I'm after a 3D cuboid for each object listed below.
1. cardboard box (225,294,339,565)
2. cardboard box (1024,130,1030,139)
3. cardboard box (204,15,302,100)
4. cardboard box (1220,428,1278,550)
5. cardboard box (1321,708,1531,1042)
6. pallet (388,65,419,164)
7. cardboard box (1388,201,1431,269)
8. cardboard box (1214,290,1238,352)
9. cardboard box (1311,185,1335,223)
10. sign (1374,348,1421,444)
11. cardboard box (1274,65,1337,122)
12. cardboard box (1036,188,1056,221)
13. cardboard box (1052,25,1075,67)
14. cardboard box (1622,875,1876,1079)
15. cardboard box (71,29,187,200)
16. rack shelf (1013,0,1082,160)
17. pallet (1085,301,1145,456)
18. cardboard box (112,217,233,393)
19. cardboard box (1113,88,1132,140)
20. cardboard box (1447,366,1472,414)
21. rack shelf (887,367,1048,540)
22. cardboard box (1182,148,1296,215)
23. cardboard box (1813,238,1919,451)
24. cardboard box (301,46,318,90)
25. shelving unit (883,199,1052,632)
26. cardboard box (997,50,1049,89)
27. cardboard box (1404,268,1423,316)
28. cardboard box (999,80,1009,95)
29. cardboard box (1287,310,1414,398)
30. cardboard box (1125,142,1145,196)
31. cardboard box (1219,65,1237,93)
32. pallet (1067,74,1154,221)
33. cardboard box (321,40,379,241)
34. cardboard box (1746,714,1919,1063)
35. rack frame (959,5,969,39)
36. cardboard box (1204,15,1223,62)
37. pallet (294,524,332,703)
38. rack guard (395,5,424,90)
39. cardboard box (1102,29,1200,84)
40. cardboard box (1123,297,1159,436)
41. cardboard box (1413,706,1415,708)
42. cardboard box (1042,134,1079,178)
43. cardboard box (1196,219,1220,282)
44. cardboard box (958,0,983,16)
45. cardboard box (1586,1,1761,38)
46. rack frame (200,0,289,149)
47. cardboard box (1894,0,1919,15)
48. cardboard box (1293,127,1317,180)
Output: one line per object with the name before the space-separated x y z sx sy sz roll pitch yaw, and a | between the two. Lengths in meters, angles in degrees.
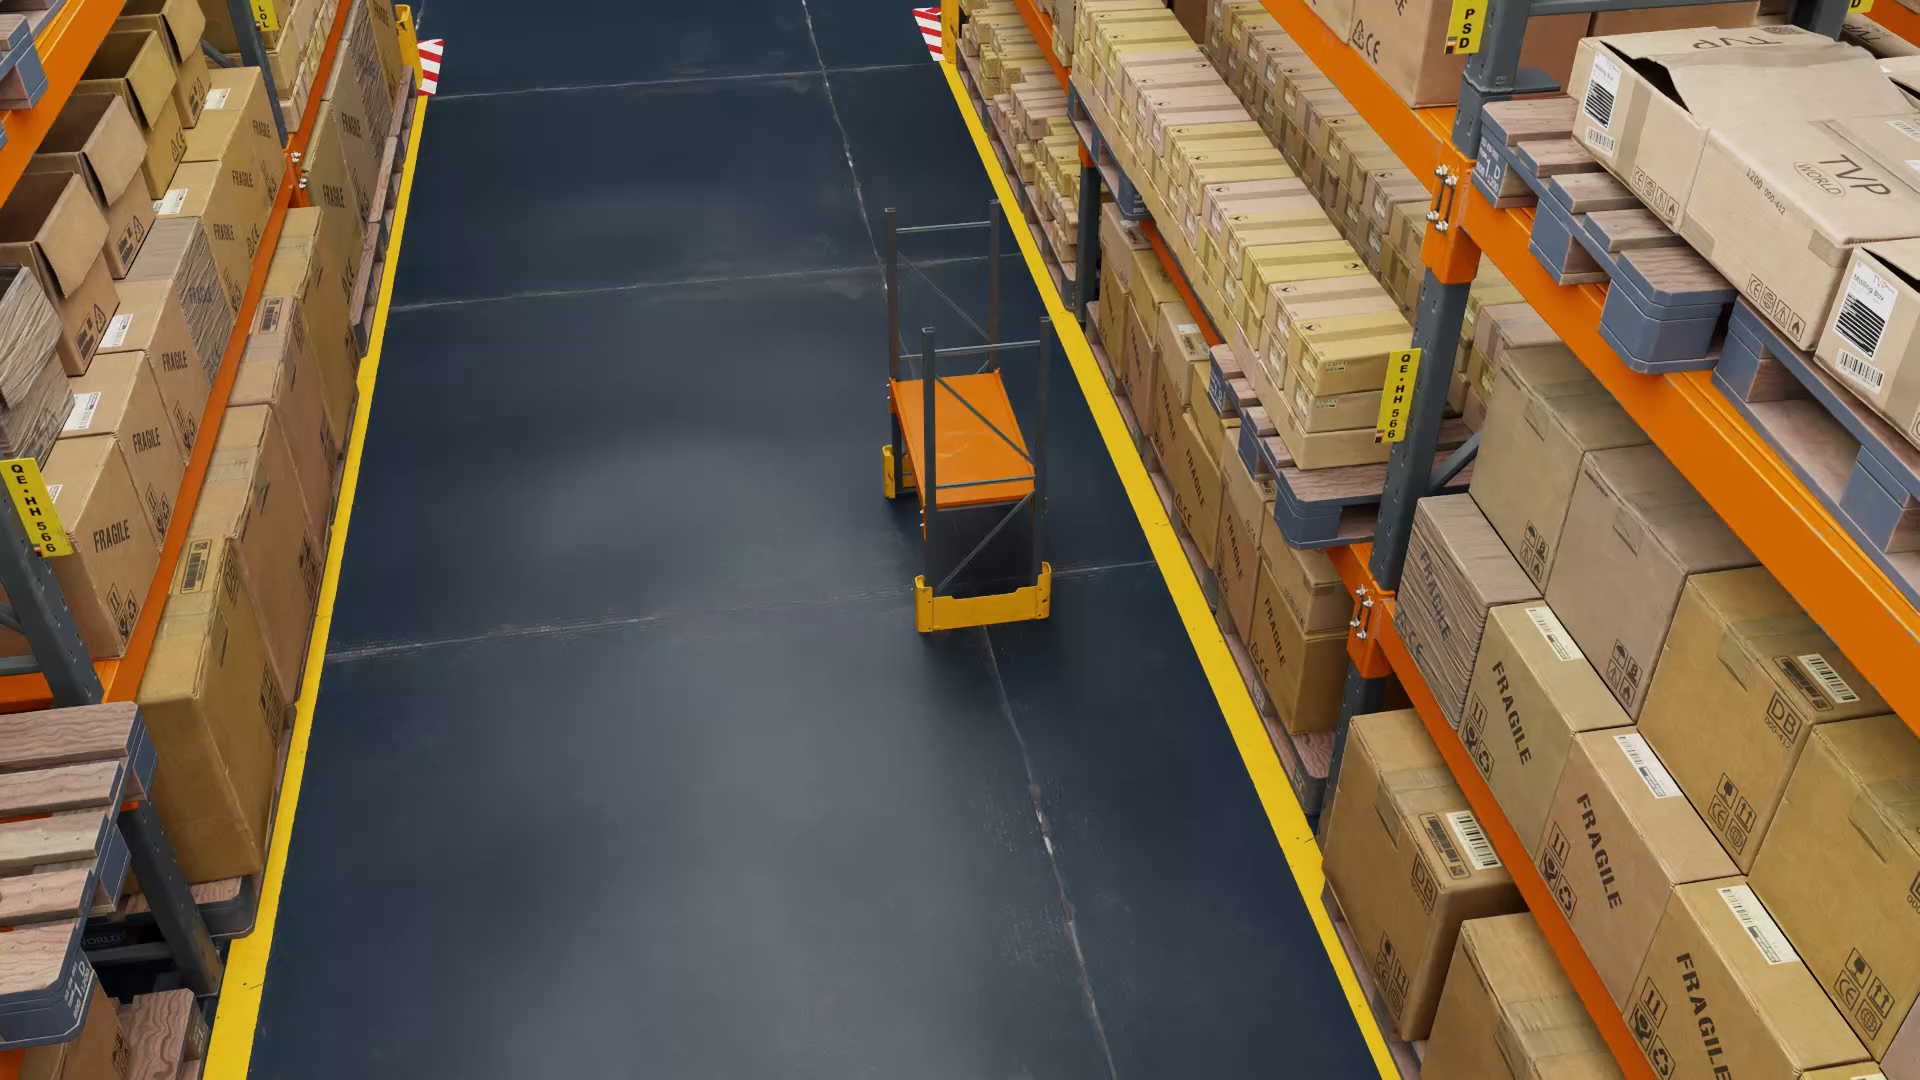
cardboard box | -3.468 -0.413 7.227 1.225 0.875 0.875 -7 38 -10
cardboard box | 0.613 -2.597 10.386 0.380 0.149 0.250 -8 39 -10
cardboard box | -3.582 -2.381 8.249 0.500 0.250 0.500 -7 38 -9
cardboard box | 1.368 -0.231 6.686 0.500 0.250 0.500 -6 38 -7
cardboard box | 1.863 1.033 5.467 1.050 0.750 0.750 -7 38 -9
pallet | -4.241 -2.851 11.248 1.003 0.211 1.213 -6 38 -8
cardboard box | 1.820 -1.139 6.149 0.380 0.149 0.250 -8 39 -10
cardboard box | 1.179 -0.839 6.247 0.380 0.149 0.250 -7 38 -9
cardboard box | 1.687 -1.384 6.948 0.380 0.149 0.250 -7 38 -9
sign | 1.312 -0.429 4.978 0.100 0.325 0.005 -6 38 -8
cardboard box | 1.584 -1.937 7.176 0.380 0.149 0.250 -7 38 -9
cardboard box | 0.666 -2.042 9.915 0.380 0.149 0.250 -7 38 -9
cardboard box | 0.711 -2.675 8.953 0.380 0.149 0.250 -7 38 -9
cardboard box | 1.923 1.106 3.800 0.500 0.500 0.500 -7 38 -8
cardboard box | -3.528 -1.646 6.524 0.797 0.503 0.637 -6 38 -7
rack shelf | 0.793 -3.407 10.277 1.077 0.370 4.000 -6 38 -8
pallet | 1.282 -0.912 8.752 1.003 0.211 1.213 -6 38 -8
cardboard box | -3.145 -0.879 6.356 0.500 0.500 0.500 -6 38 -8
cardboard box | 0.899 -1.911 7.384 0.380 0.149 0.250 -8 39 -10
cardboard box | 1.918 -0.588 5.924 0.380 0.149 0.250 -4 38 -6
rack shelf | 0.015 -0.399 7.334 0.538 0.185 1.000 -6 38 -8
cardboard box | 1.083 -1.397 6.480 0.380 0.149 0.250 -4 38 -6
cardboard box | 1.933 -0.348 2.957 0.500 0.311 0.500 -7 38 -9
cardboard box | -3.574 -2.444 8.655 0.380 0.149 0.250 -5 38 -6
shelving unit | 0.013 -0.546 7.231 0.587 1.500 1.083 -6 38 -8
cardboard box | 0.450 -3.028 10.699 0.380 0.149 0.250 -6 38 -7
cardboard box | 1.858 -0.889 6.070 0.380 0.149 0.250 -7 38 -9
cardboard box | 0.471 -2.980 11.122 0.380 0.149 0.250 -6 38 -8
cardboard box | 1.308 -0.615 5.475 0.380 0.149 0.250 -8 38 -10
cardboard box | 0.942 -1.639 7.277 0.380 0.149 0.250 -8 39 -10
cardboard box | 1.455 -2.174 7.966 0.380 0.149 0.250 -6 38 -8
pallet | 1.135 -1.930 7.946 1.003 0.211 1.213 -6 38 -8
cardboard box | -3.952 -2.288 9.640 0.875 0.875 0.875 -6 38 -8
cardboard box | 2.186 0.694 3.515 0.700 0.500 0.500 -7 38 -8
rack frame | 0.442 -4.899 11.611 1.000 3.000 0.127 -6 38 -8
cardboard box | 1.408 -2.448 8.076 0.380 0.149 0.250 -5 38 -7
pallet | -3.330 0.287 7.209 1.003 0.211 1.213 -6 38 -8
rack guard | -4.463 -3.454 11.788 1.175 0.500 0.348 -6 38 -8
cardboard box | 0.857 -2.174 7.481 0.380 0.149 0.250 -6 38 -8
cardboard box | 1.107 -0.868 8.117 0.500 0.500 0.500 -5 38 -6
cardboard box | 1.972 0.300 6.615 0.500 0.500 0.500 -8 39 -10
cardboard box | 0.691 -2.245 9.691 0.380 0.149 0.250 -7 38 -8
cardboard box | 1.128 -1.122 6.369 0.380 0.149 0.250 -6 38 -8
cardboard box | 0.200 -3.821 11.720 0.380 0.149 0.250 -8 39 -10
cardboard box | 2.007 -1.665 4.921 0.500 0.500 0.500 -6 38 -8
rack frame | -3.757 -2.011 7.893 1.000 3.000 0.127 -6 38 -8
cardboard box | 5.666 -3.369 9.560 0.500 0.500 0.500 -6 38 -8
cardboard box | 1.643 -1.652 7.052 0.380 0.149 0.250 -6 38 -8
